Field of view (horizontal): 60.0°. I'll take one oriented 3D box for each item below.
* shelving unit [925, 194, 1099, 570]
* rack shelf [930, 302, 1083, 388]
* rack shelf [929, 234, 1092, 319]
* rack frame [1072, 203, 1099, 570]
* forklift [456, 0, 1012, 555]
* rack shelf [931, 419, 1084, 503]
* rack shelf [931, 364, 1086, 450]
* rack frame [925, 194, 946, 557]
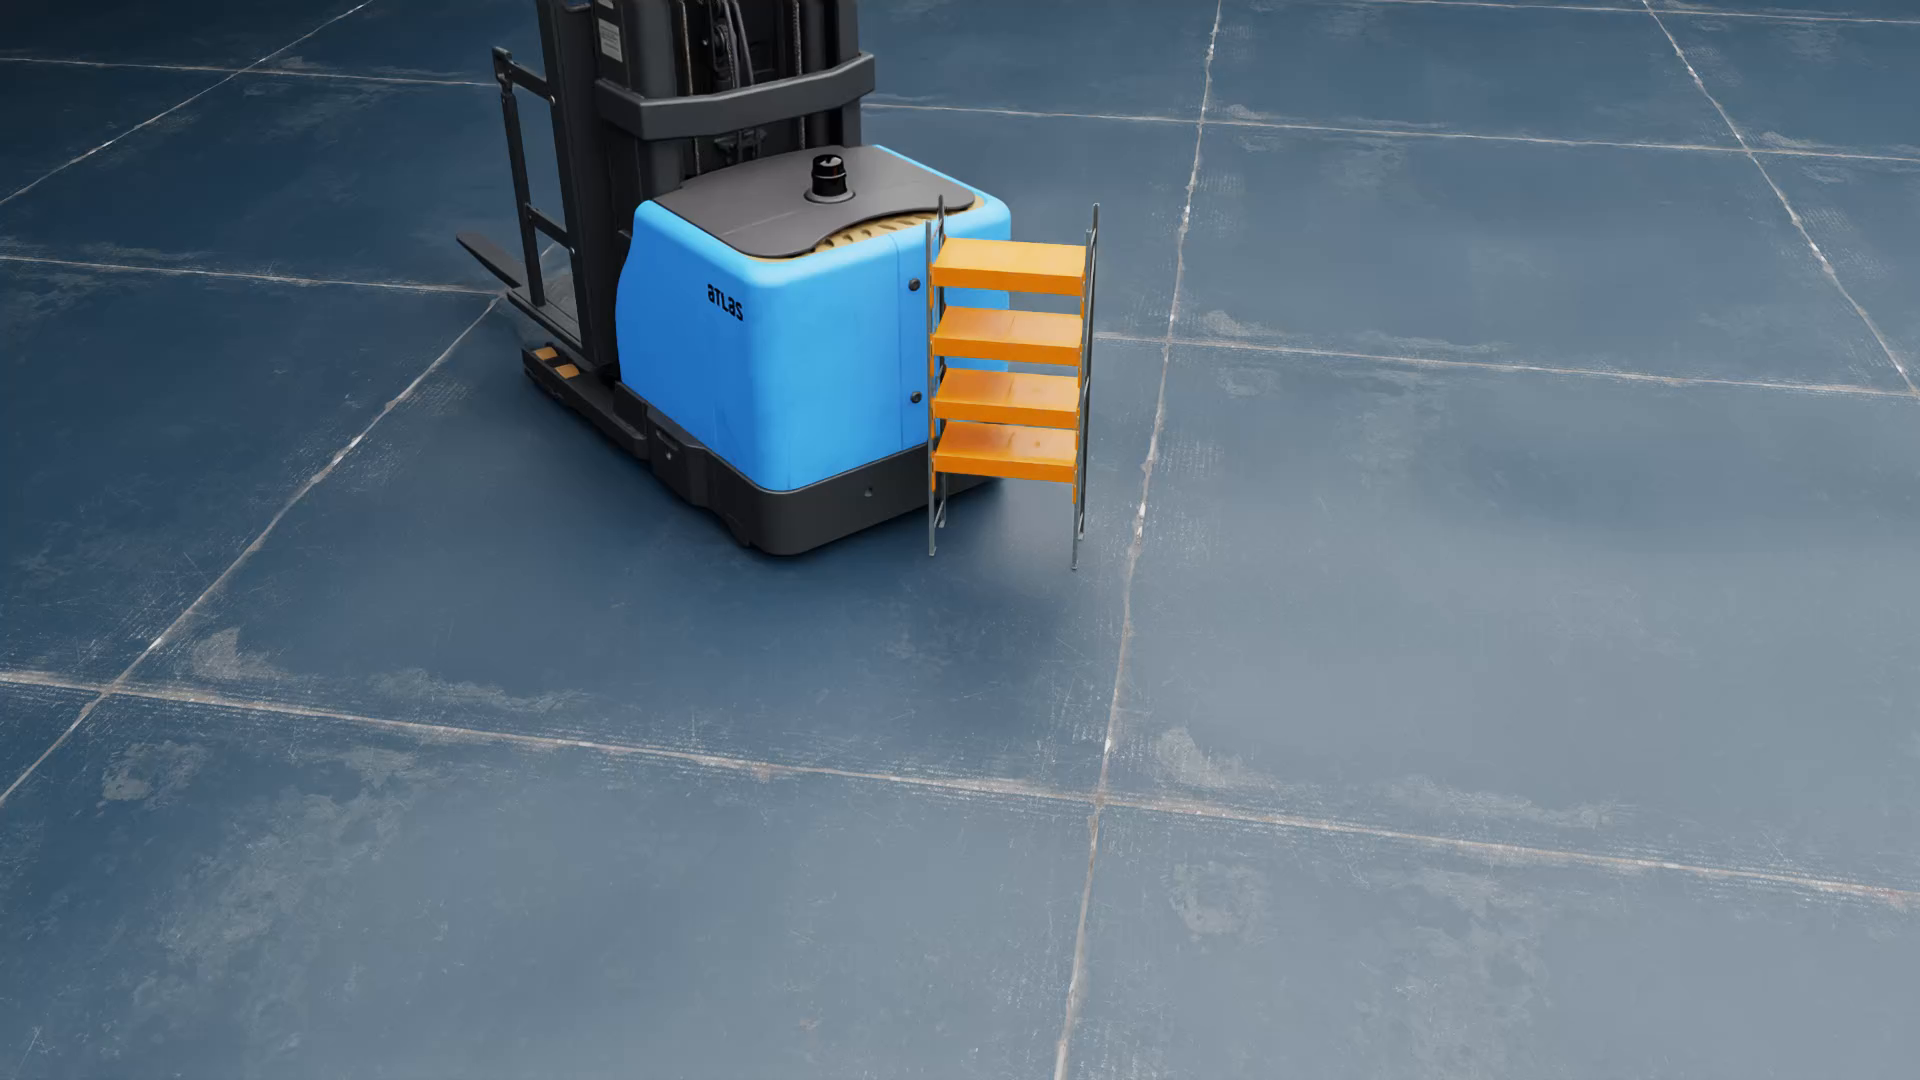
[{"bbox_3d":[0.163,-0.494,5.408,0.503,1.200,0.258,5,32,8],"label":"shelving unit"},{"bbox_3d":[0.163,-0.626,5.325,0.480,0.148,0.258,5,32,8],"label":"rack shelf"},{"bbox_3d":[0.163,-0.827,5.200,0.480,0.148,0.258,5,32,8],"label":"rack shelf"},{"bbox_3d":[0.404,-0.472,5.373,0.015,1.200,0.240,5,32,8],"label":"rack frame"},{"bbox_3d":[-1.107,-1.914,6.046,1.130,2.935,3.031,-22,38,-31],"label":"forklift"},{"bbox_3d":[0.163,-0.268,5.549,0.480,0.148,0.258,5,32,8],"label":"rack shelf"},{"bbox_3d":[0.163,-0.437,5.444,0.480,0.148,0.258,5,32,8],"label":"rack shelf"},{"bbox_3d":[-0.077,-0.516,5.443,0.015,1.200,0.240,5,32,8],"label":"rack frame"}]
